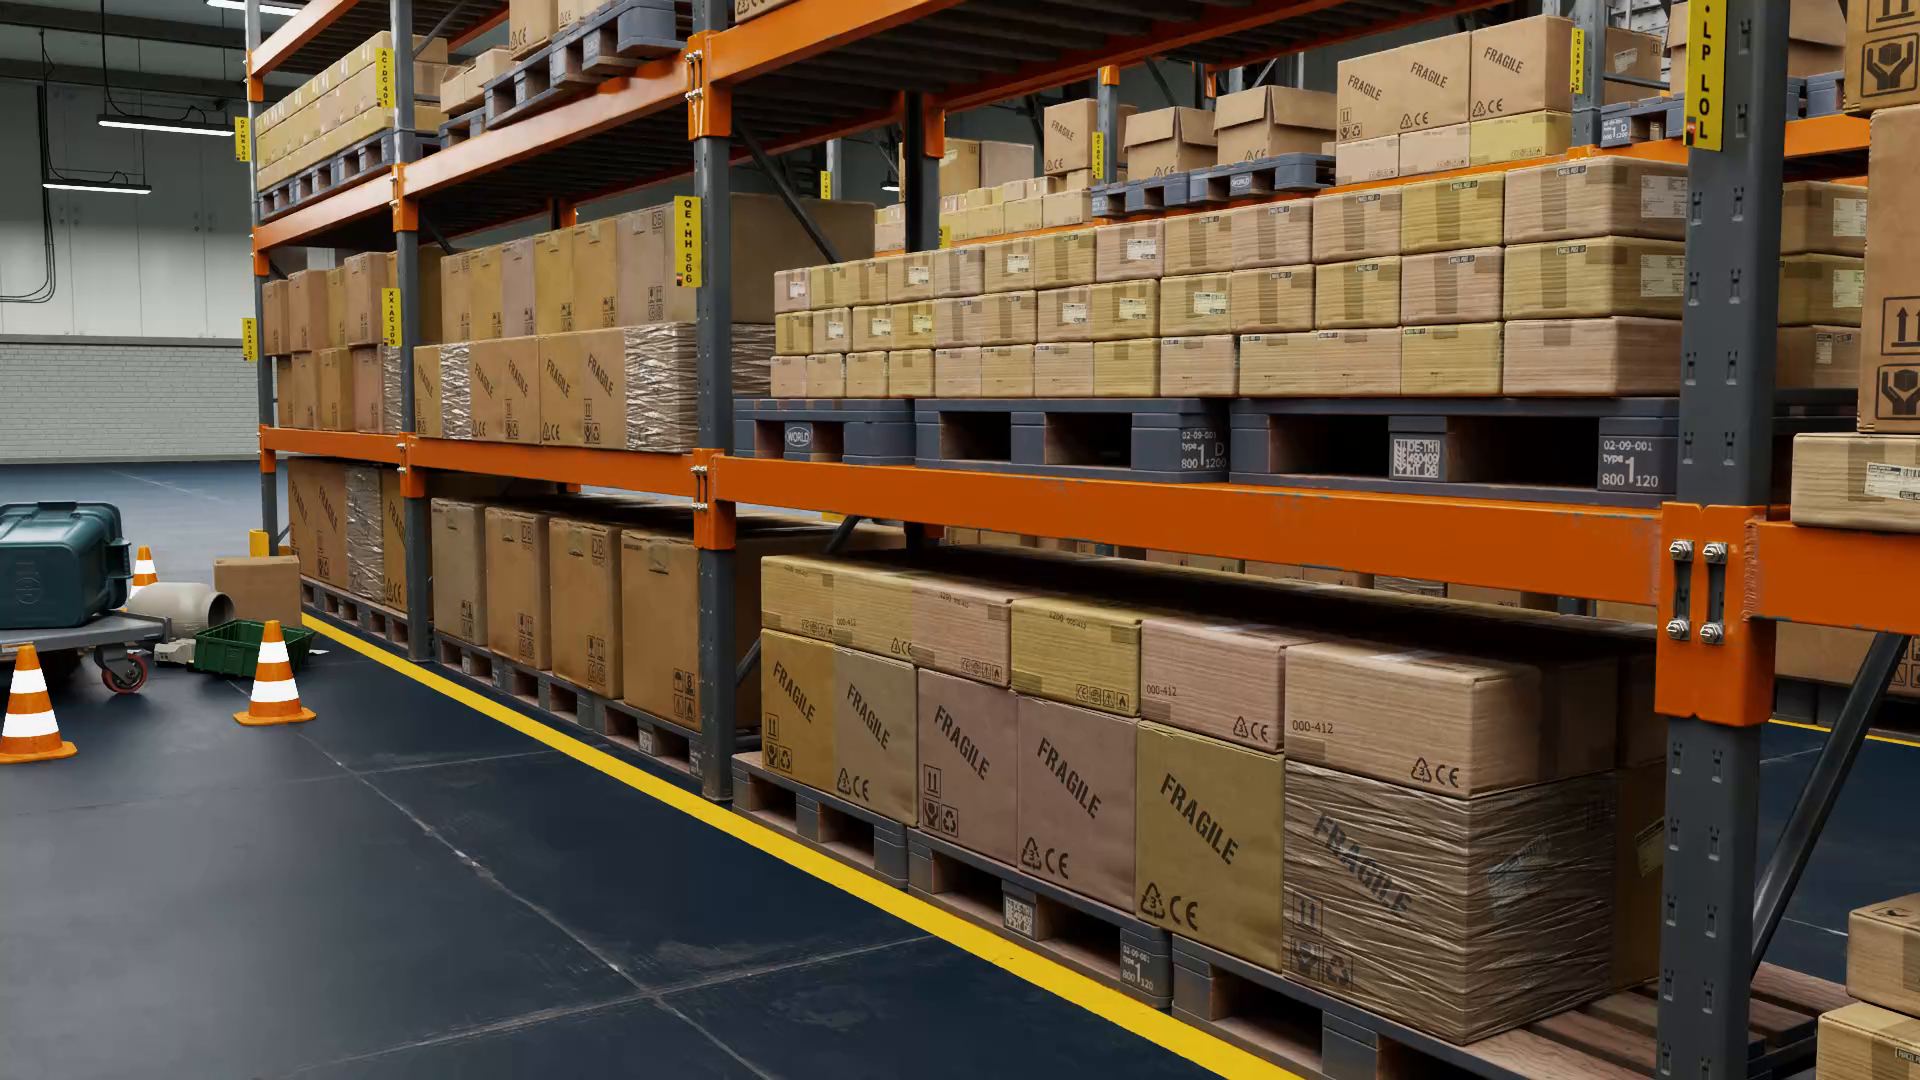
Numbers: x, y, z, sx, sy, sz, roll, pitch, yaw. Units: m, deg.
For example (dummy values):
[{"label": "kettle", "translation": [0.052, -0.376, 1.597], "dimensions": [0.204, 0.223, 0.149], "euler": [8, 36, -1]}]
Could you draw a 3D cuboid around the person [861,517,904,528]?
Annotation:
[{"label": "person", "translation": [-0.330, -0.095, 9.076], "dimensions": [0.451, 1.687, 0.531], "euler": [-3, 6, -33]}]
